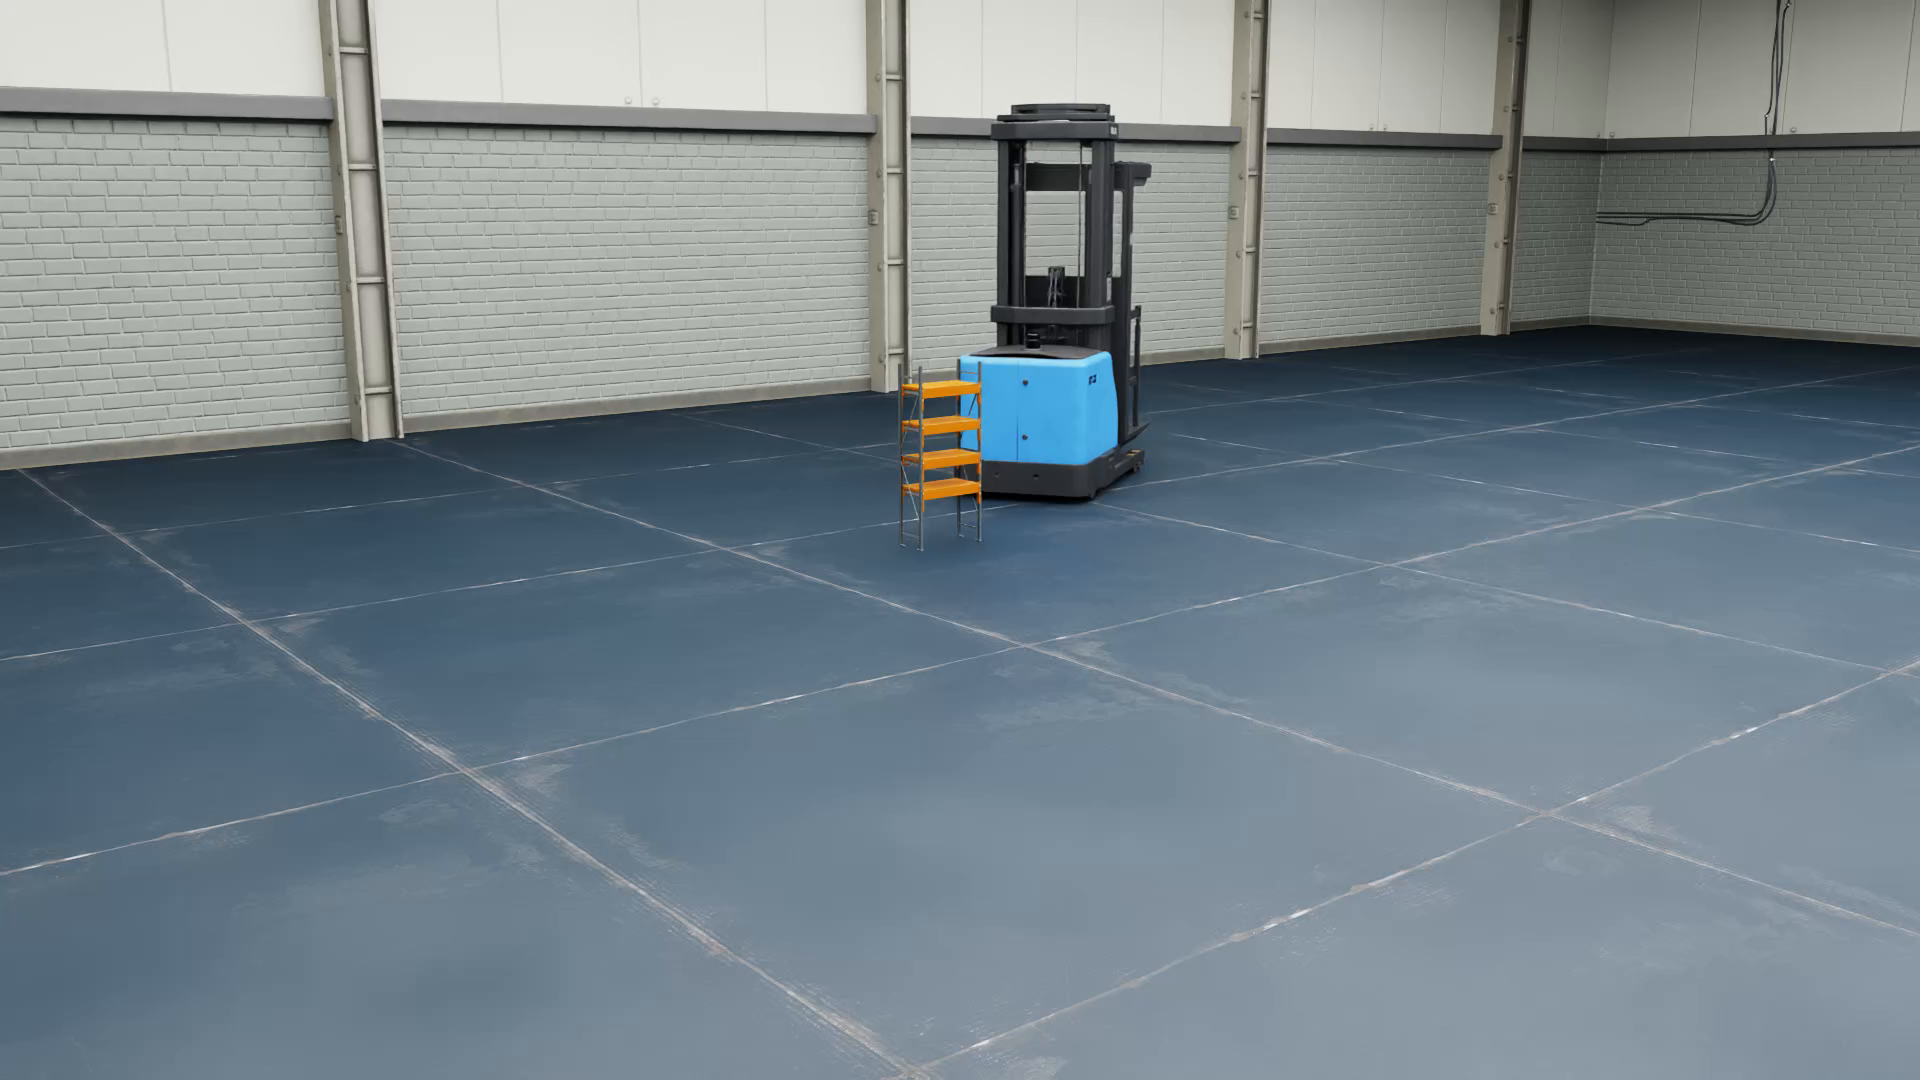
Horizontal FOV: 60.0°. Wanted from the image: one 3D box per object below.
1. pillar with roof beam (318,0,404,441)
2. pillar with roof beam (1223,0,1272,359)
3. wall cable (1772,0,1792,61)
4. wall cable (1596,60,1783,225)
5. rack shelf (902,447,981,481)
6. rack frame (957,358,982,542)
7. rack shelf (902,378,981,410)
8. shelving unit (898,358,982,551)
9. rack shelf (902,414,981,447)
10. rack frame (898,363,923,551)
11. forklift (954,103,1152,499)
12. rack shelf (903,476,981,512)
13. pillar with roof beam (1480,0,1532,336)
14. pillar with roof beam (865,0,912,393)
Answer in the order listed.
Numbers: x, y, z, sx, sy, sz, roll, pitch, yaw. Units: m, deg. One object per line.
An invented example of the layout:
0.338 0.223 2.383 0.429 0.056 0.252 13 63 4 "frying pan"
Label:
-2.797 -4.669 11.450 0.400 9.000 9.100 -9 15 -38 "pillar with roof beam"
6.574 -6.226 18.783 0.400 9.000 9.100 -9 15 -38 "pillar with roof beam"
13.386 -8.383 24.260 0.112 2.526 3.097 -9 15 -38 "wall cable"
11.696 -6.351 26.851 0.112 2.526 3.097 -9 15 -38 "wall cable"
-0.129 -0.500 10.917 0.480 0.148 0.258 -9 15 -38 "rack shelf"
0.061 -0.597 11.052 0.015 1.200 0.240 -9 15 -38 "rack frame"
-0.129 -0.950 10.821 0.480 0.148 0.258 -9 15 -38 "rack shelf"
-0.129 -0.565 10.903 0.503 1.200 0.258 -9 15 -38 "shelving unit"
-0.129 -0.718 10.871 0.480 0.148 0.258 -9 15 -38 "rack shelf"
-0.320 -0.534 10.754 0.015 1.200 0.240 -9 15 -38 "rack frame"
0.909 -2.007 13.524 1.130 2.935 3.031 4 13 18 "forklift"
-0.129 -0.305 10.958 0.480 0.148 0.258 -9 15 -38 "rack shelf"
11.259 -7.004 22.450 0.400 9.000 9.100 -9 15 -38 "pillar with roof beam"
1.888 -5.447 15.117 0.400 9.000 9.100 -9 15 -38 "pillar with roof beam"
